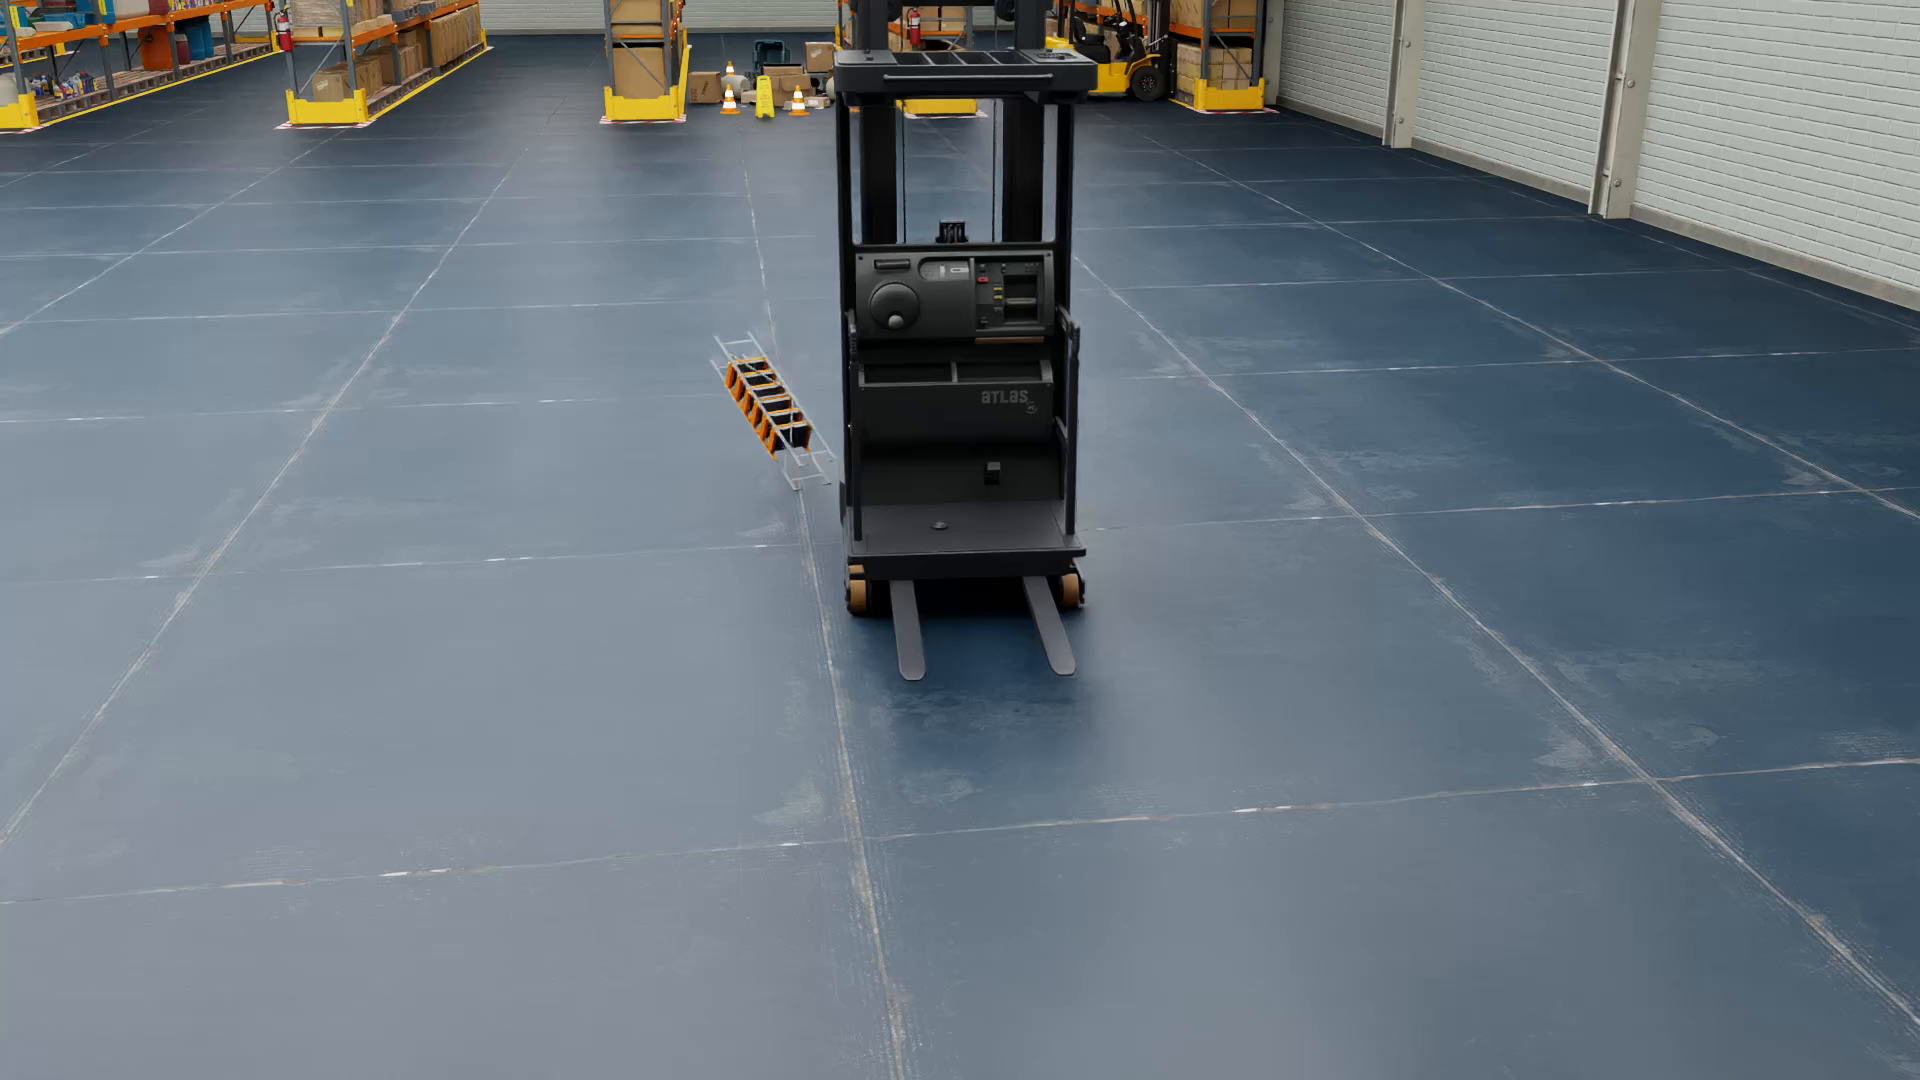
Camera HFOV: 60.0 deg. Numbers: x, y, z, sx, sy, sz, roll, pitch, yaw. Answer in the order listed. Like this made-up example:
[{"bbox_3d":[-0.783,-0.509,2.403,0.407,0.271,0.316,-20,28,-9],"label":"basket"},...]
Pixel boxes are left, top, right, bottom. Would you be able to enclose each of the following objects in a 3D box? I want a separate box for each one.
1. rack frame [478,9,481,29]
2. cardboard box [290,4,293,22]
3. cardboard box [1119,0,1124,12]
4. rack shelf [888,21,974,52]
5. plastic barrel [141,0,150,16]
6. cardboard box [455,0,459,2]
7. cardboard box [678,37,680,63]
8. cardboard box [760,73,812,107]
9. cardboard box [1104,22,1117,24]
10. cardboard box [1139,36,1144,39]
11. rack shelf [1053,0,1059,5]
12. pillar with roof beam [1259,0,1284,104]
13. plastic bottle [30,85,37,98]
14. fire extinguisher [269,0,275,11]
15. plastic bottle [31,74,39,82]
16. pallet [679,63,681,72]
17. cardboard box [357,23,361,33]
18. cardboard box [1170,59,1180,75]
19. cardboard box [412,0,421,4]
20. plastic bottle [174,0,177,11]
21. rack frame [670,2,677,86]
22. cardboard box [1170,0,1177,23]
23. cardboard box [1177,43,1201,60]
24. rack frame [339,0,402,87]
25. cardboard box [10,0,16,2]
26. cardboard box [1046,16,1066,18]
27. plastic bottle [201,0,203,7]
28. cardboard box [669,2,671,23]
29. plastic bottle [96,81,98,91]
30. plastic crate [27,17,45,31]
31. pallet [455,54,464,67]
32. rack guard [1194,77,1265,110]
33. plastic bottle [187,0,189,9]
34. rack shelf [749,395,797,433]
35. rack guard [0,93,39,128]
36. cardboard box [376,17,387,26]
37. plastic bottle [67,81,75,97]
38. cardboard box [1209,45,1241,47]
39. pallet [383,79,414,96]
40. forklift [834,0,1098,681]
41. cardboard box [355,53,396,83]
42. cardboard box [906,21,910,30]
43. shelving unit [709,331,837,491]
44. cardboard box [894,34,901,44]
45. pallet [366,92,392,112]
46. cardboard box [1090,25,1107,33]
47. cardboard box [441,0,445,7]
[{"bbox_3d":[-12.410,-13.628,40.918,1.000,3.000,0.127,-3,21,-8],"label":"rack frame"},{"bbox_3d":[-10.347,-8.634,26.977,0.875,0.500,0.500,-3,21,-8],"label":"cardboard box"},{"bbox_3d":[3.505,-10.842,33.671,0.500,0.250,0.500,-2,21,-6],"label":"cardboard box"},{"bbox_3d":[-0.586,-8.944,29.404,1.077,0.370,4.000,-3,21,-8],"label":"rack shelf"},{"bbox_3d":[-15.799,-10.316,31.888,0.421,0.512,0.421,0,20,0],"label":"plastic barrel"},{"bbox_3d":[-11.547,-12.245,37.573,0.380,0.149,0.250,-3,21,-8],"label":"cardboard box"},{"bbox_3d":[-6.184,-10.357,35.132,0.500,0.500,0.500,-4,21,-10],"label":"cardboard box"},{"bbox_3d":[-3.056,-7.899,29.147,0.637,0.503,0.797,17,27,39],"label":"cardboard box"},{"bbox_3d":[3.455,-11.581,37.481,0.380,0.149,0.250,-3,21,-7],"label":"cardboard box"},{"bbox_3d":[3.847,-9.758,33.350,0.875,0.625,0.625,-3,21,-8],"label":"cardboard box"},{"bbox_3d":[2.596,-13.350,41.202,1.077,0.370,4.000,-3,21,-8],"label":"rack shelf"},{"bbox_3d":[1.145,-11.720,27.234,9.100,9.000,0.400,-3,21,-8],"label":"pillar with roof beam"},{"bbox_3d":[-15.647,-7.563,28.049,0.097,0.201,0.097,0,20,0],"label":"plastic bottle"},{"bbox_3d":[-16.884,-13.243,40.529,0.296,0.674,0.183,-3,21,-8],"label":"fire extinguisher"},{"bbox_3d":[-15.849,-7.823,28.532,0.144,0.351,0.185,-4,21,-10],"label":"plastic bottle"},{"bbox_3d":[-6.446,-10.038,35.290,1.003,0.211,1.213,-3,21,-8],"label":"pallet"},{"bbox_3d":[-10.004,-8.342,27.123,0.380,0.149,0.250,-3,21,-8],"label":"cardboard box"},{"bbox_3d":[4.078,-8.488,29.769,0.500,0.250,0.500,-3,21,-9],"label":"cardboard box"},{"bbox_3d":[-10.960,-10.729,32.412,0.700,0.500,0.500,0,20,0],"label":"cardboard box"},{"bbox_3d":[-15.903,-10.836,33.609,0.061,0.283,0.133,-3,21,-8],"label":"plastic bottle"},{"bbox_3d":[-5.758,-9.689,30.370,1.000,3.000,0.127,-3,21,-8],"label":"rack frame"},{"bbox_3d":[4.060,-9.575,29.923,0.500,0.500,0.500,-3,21,-7],"label":"cardboard box"},{"bbox_3d":[4.077,-8.711,29.654,0.500,0.250,0.500,-3,21,-7],"label":"cardboard box"},{"bbox_3d":[-10.680,-9.474,29.794,1.000,3.000,0.127,-3,21,-8],"label":"rack frame"},{"bbox_3d":[-21.588,-12.333,37.305,0.500,0.500,0.500,-3,21,-8],"label":"cardboard box"},{"bbox_3d":[2.302,-13.190,42.713,0.797,0.503,0.637,-4,21,-10],"label":"cardboard box"},{"bbox_3d":[-16.233,-11.514,35.435,0.152,0.276,0.135,-3,21,-8],"label":"plastic bottle"},{"bbox_3d":[-5.591,-9.443,29.496,0.875,0.550,0.550,-3,21,-8],"label":"cardboard box"},{"bbox_3d":[-15.221,-8.009,29.243,0.097,0.201,0.097,0,20,0],"label":"plastic bottle"},{"bbox_3d":[-15.665,-8.640,27.865,0.450,0.188,0.662,-3,21,-8],"label":"plastic crate"},{"bbox_3d":[-11.648,-10.674,36.992,1.003,0.211,1.213,-3,21,-8],"label":"pallet"},{"bbox_3d":[4.617,-7.661,28.513,1.175,0.500,0.348,-3,21,-8],"label":"rack guard"},{"bbox_3d":[-16.057,-11.156,34.482,0.097,0.271,0.097,0,20,0],"label":"plastic bottle"},{"bbox_3d":[-1.090,-0.745,9.754,0.258,0.180,0.103,-13,50,-30],"label":"rack shelf"},{"bbox_3d":[-15.063,-6.692,25.918,1.175,0.500,0.348,-3,21,-8],"label":"rack guard"},{"bbox_3d":[-10.209,-9.039,28.988,0.380,0.149,0.250,-3,21,-8],"label":"cardboard box"},{"bbox_3d":[-15.051,-7.634,28.138,0.097,0.271,0.097,0,20,0],"label":"plastic bottle"},{"bbox_3d":[4.656,-8.566,29.264,0.500,0.250,0.500,-3,21,-8],"label":"cardboard box"},{"bbox_3d":[-10.794,-8.437,31.003,1.003,0.211,1.213,-3,21,-8],"label":"pallet"},{"bbox_3d":[-0.002,-1.146,7.596,1.130,2.935,3.031,-2,21,-4],"label":"forklift"},{"bbox_3d":[-10.748,-8.722,30.726,0.700,0.500,0.500,-5,21,-12],"label":"cardboard box"},{"bbox_3d":[-0.709,-8.672,28.005,0.380,0.149,0.250,-3,21,-8],"label":"cardboard box"},{"bbox_3d":[-1.112,-0.775,9.778,0.258,0.189,1.200,-13,50,-30],"label":"shelving unit"},{"bbox_3d":[-0.980,-9.002,29.862,0.380,0.149,0.250,-2,21,-5],"label":"cardboard box"},{"bbox_3d":[-10.370,-7.513,28.530,1.003,0.211,1.213,-3,21,-8],"label":"pallet"},{"bbox_3d":[3.069,-11.191,36.437,0.380,0.149,0.250,-4,21,-11],"label":"cardboard box"},{"bbox_3d":[-11.282,-11.616,35.387,0.500,0.500,0.500,-3,21,-8],"label":"cardboard box"}]
